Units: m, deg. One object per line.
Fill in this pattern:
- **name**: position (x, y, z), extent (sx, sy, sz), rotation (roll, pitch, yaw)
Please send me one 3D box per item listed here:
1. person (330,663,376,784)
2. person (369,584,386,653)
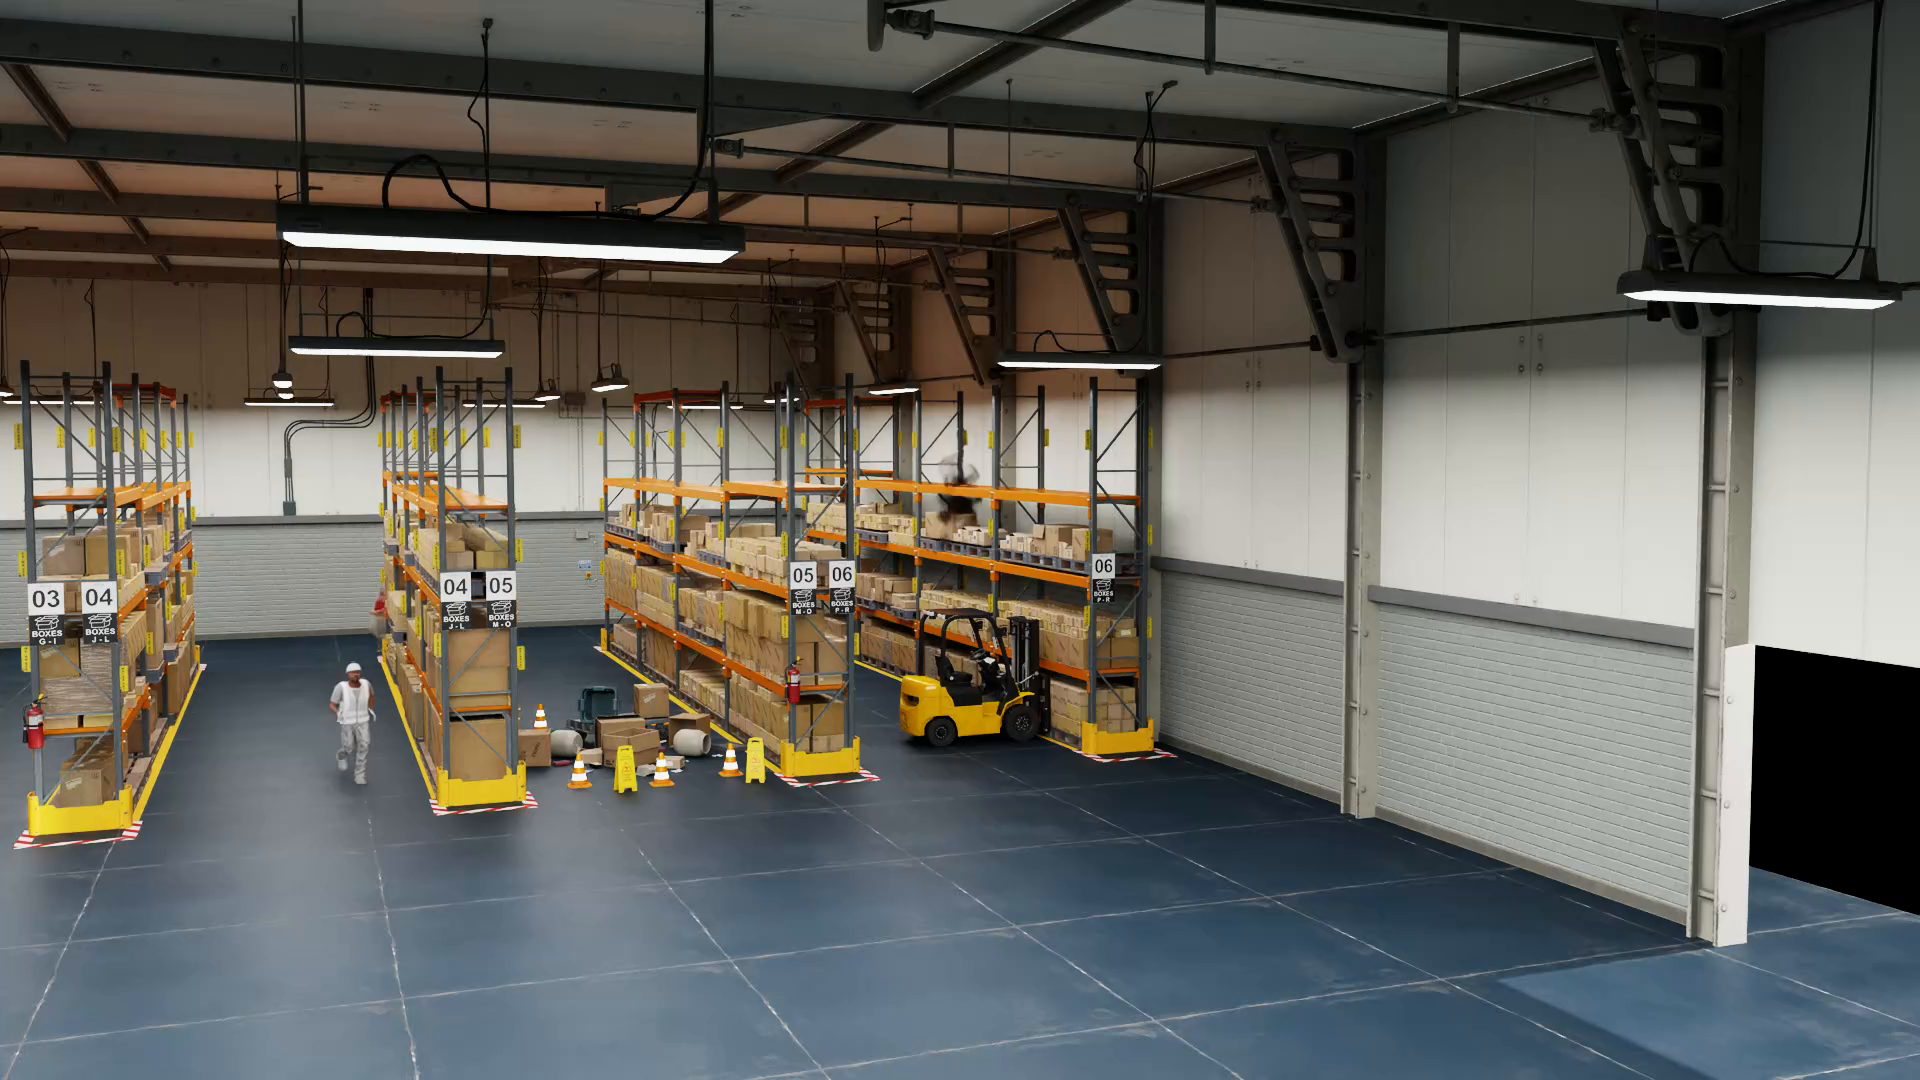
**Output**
- **person**: position (-8.890, 2.660, 24.362), extent (0.671, 1.753, 0.857), rotation (-2, 4, -36)
- **person**: position (-13.559, 1.846, 38.898), extent (0.572, 1.688, 0.791), rotation (-1, 3, -9)
